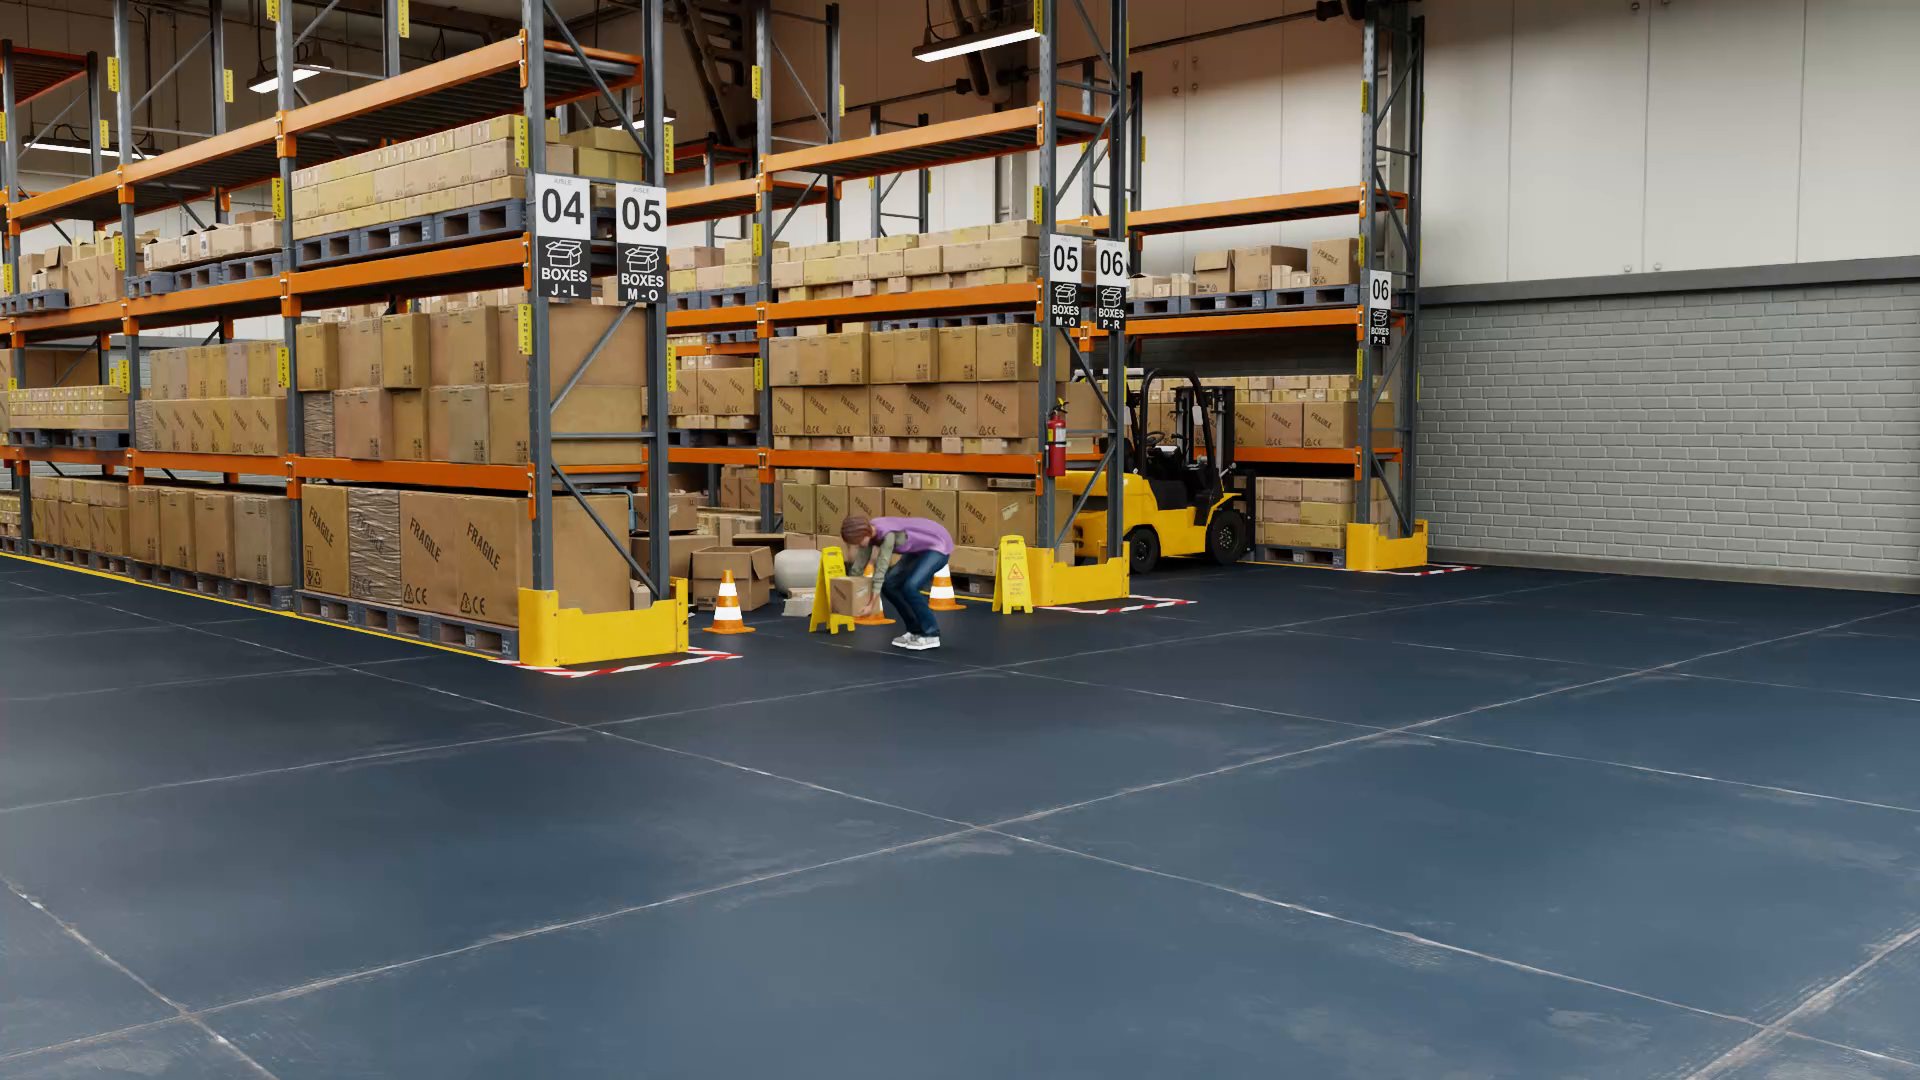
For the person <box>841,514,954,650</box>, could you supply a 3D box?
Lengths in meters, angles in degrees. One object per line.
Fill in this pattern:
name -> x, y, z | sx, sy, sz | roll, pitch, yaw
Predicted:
person -> -0.444, 0.291, 11.673 | 0.863, 0.960, 0.423 | -2, 5, -30
